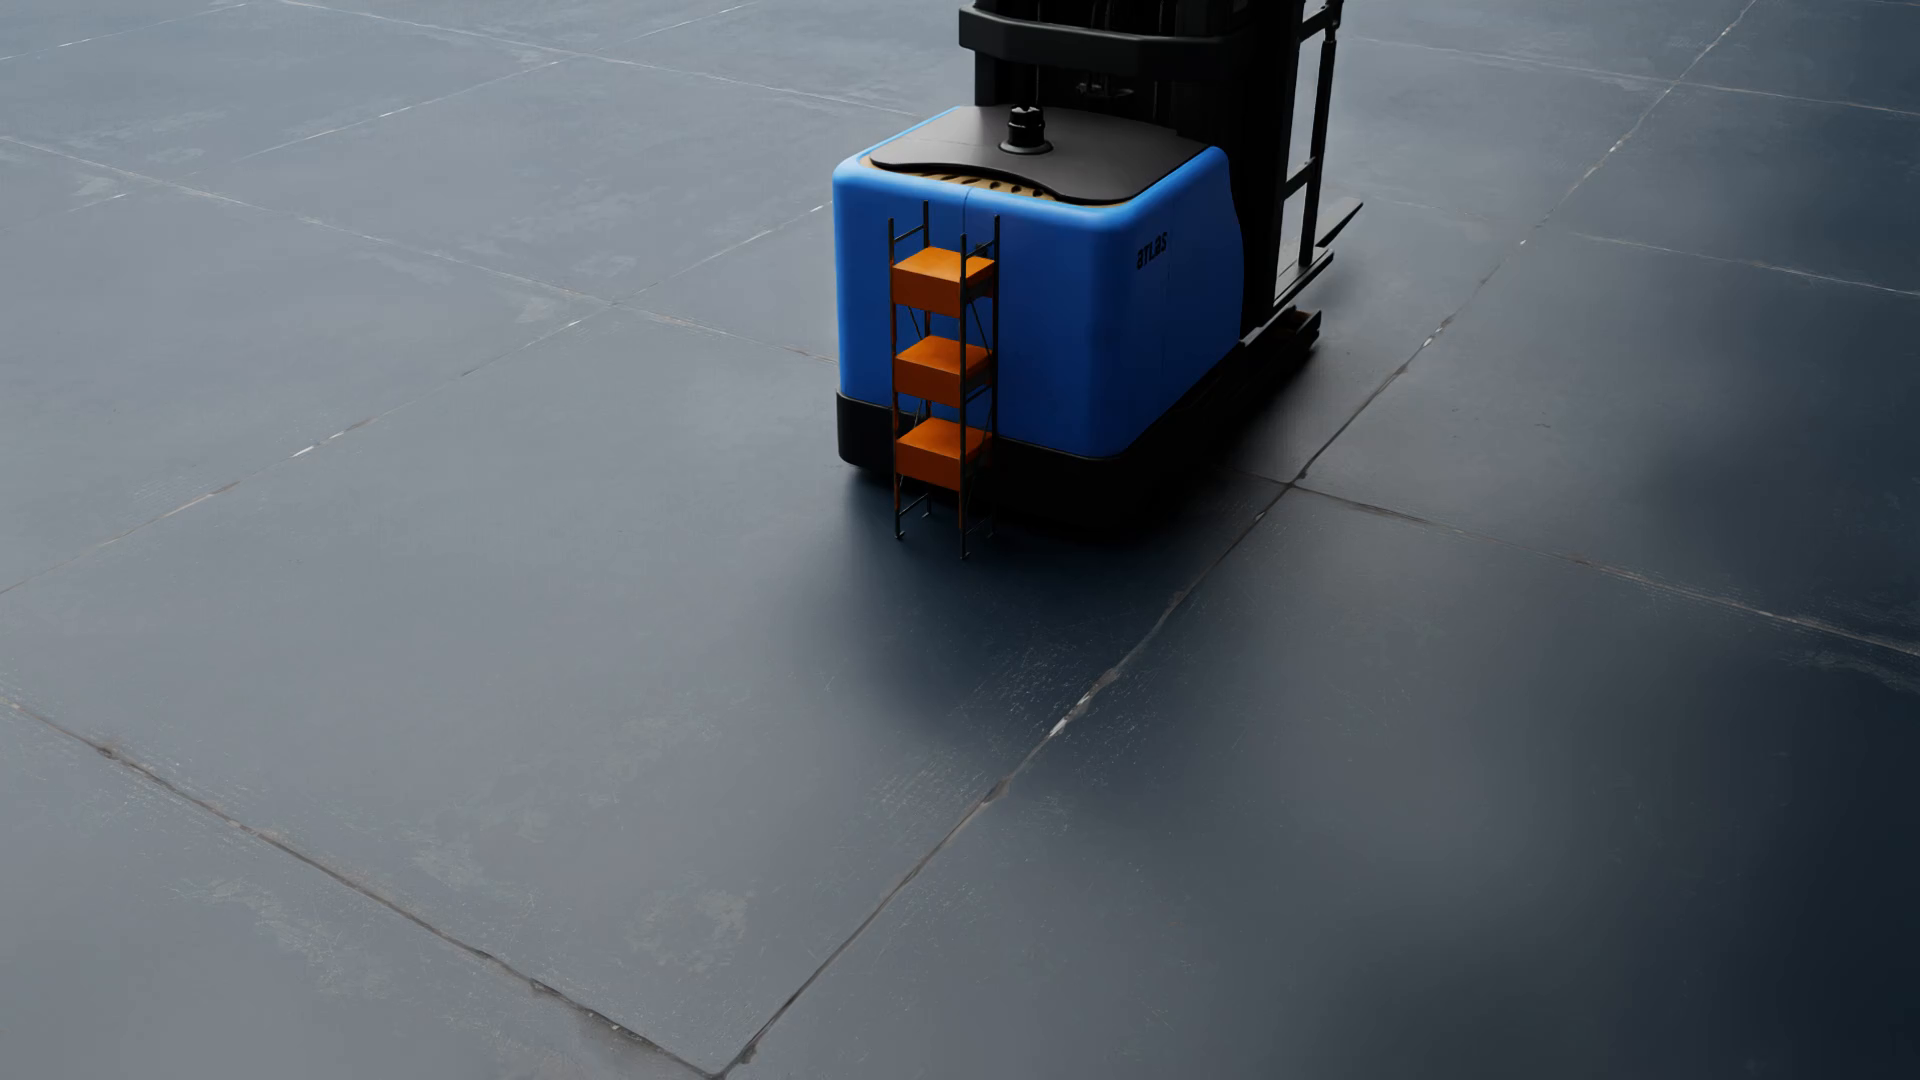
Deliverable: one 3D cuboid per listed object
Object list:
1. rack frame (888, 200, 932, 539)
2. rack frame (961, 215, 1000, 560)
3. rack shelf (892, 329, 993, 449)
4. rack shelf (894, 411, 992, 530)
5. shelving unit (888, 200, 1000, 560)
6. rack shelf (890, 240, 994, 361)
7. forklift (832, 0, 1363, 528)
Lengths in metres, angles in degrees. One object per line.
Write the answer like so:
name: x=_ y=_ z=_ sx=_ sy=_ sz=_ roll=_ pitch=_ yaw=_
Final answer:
rack frame: x=-0.149 y=-0.501 z=5.066 sx=0.008 sy=1.050 sz=0.200 roll=18 pitch=35 yaw=27
rack frame: x=0.058 y=-0.435 z=4.954 sx=0.008 sy=1.050 sz=0.200 roll=18 pitch=35 yaw=27
rack shelf: x=-0.045 y=-0.459 z=5.015 sx=0.240 sy=0.259 sz=0.215 roll=18 pitch=35 yaw=27
rack shelf: x=-0.045 y=-0.219 z=5.155 sx=0.240 sy=0.259 sz=0.215 roll=18 pitch=35 yaw=27
shelving unit: x=-0.045 y=-0.468 z=5.010 sx=0.252 sy=1.050 sz=0.215 roll=18 pitch=35 yaw=27
rack shelf: x=-0.045 y=-0.704 z=4.872 sx=0.240 sy=0.259 sz=0.215 roll=18 pitch=35 yaw=27
forklift: x=0.756 y=-2.013 z=5.793 sx=1.130 sy=2.935 sz=3.031 roll=16 pitch=34 yaw=25
